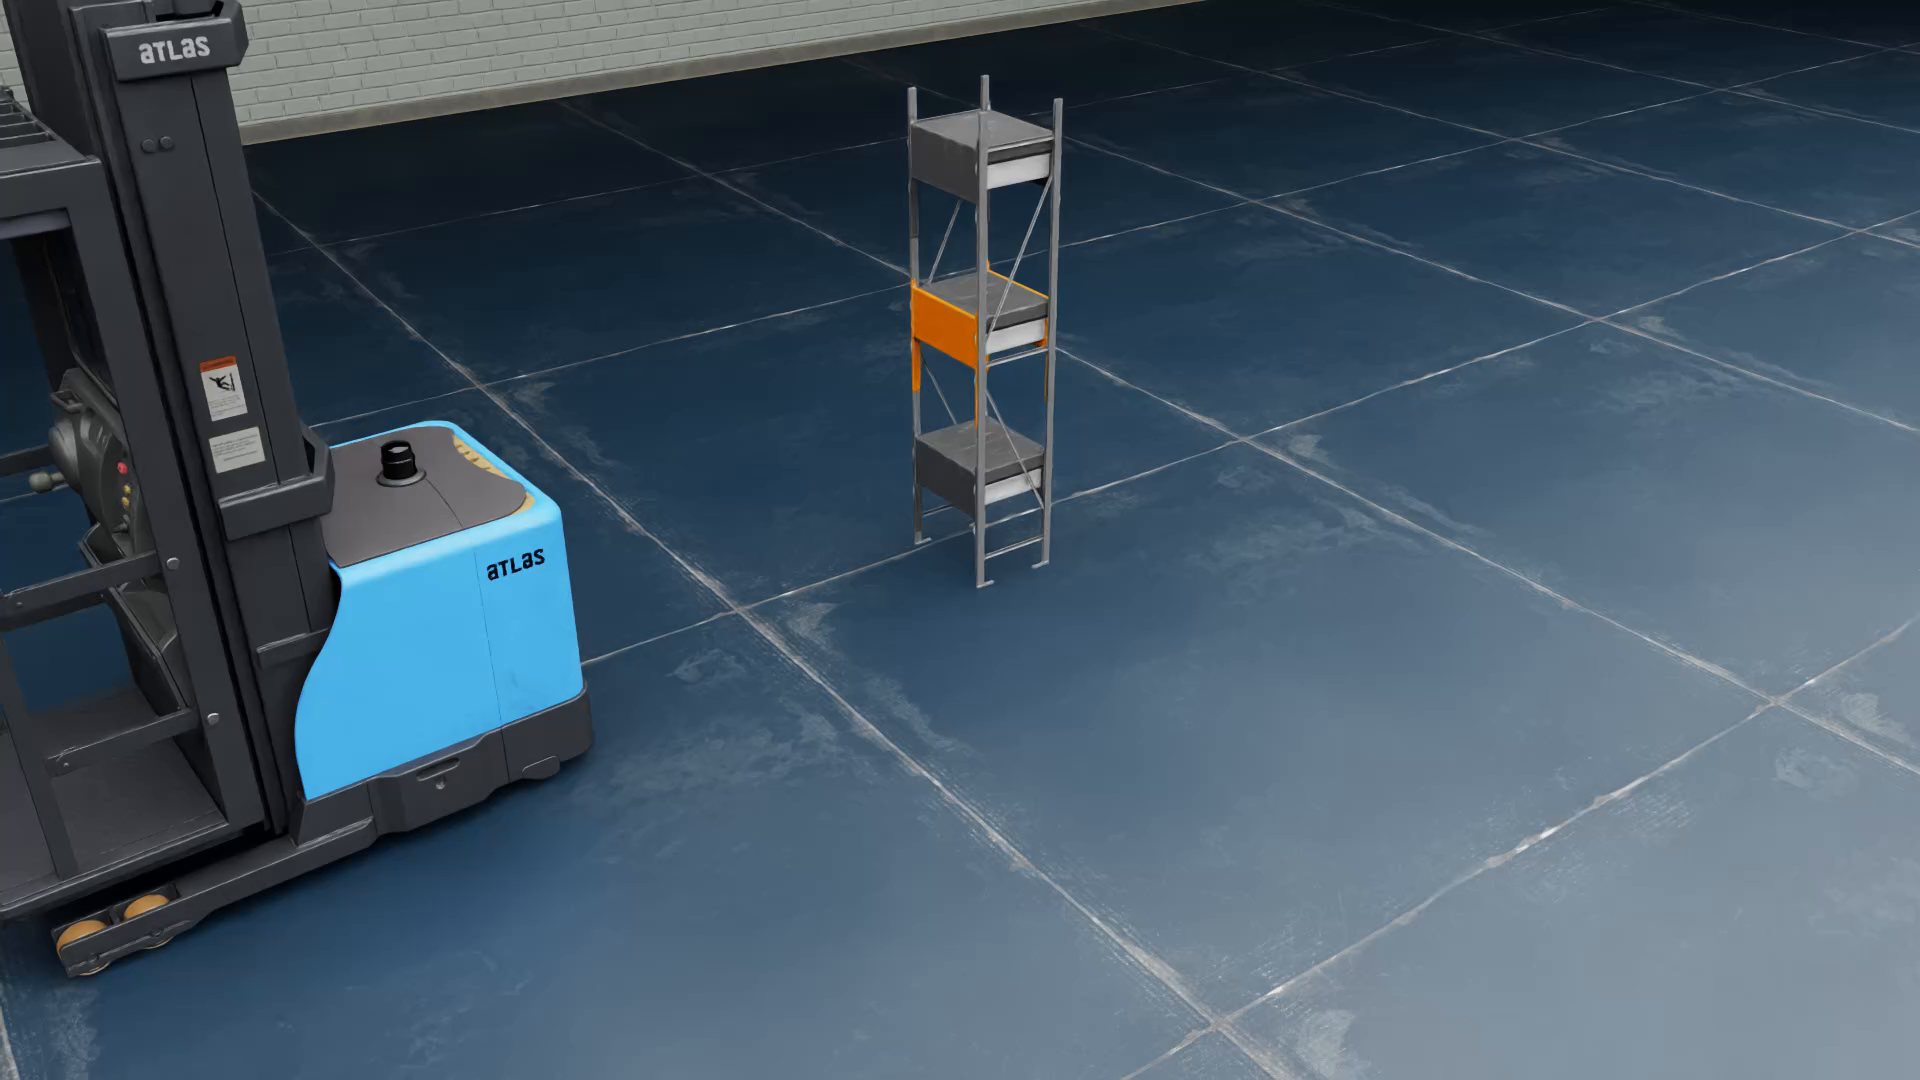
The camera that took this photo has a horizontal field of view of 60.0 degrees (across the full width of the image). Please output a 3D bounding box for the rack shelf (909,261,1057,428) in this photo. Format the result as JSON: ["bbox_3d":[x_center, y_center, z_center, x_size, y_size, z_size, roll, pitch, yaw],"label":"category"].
[{"bbox_3d":[0.096,-0.846,7.137,0.431,0.518,0.480,-19,34,-31],"label":"rack shelf"}]

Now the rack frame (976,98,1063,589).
[{"bbox_3d":[0.238,-0.763,6.956,0.400,2.100,0.015,-19,34,-31],"label":"rack frame"}]

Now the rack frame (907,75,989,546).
[{"bbox_3d":[-0.046,-0.953,7.305,0.400,2.100,0.015,-19,34,-31],"label":"rack frame"}]

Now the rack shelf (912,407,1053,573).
[{"bbox_3d":[0.096,-0.231,7.471,0.431,0.518,0.480,-19,34,-31],"label":"rack shelf"}]

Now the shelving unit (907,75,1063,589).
[{"bbox_3d":[0.096,-0.858,7.130,0.431,2.100,0.503,-19,34,-31],"label":"shelving unit"}]

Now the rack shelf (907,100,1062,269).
[{"bbox_3d":[0.096,-1.461,6.803,0.431,0.518,0.480,-19,34,-31],"label":"rack shelf"}]

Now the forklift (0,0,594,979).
[{"bbox_3d":[-2.835,-0.206,5.058,3.031,2.935,1.130,-21,35,-33],"label":"forklift"}]
